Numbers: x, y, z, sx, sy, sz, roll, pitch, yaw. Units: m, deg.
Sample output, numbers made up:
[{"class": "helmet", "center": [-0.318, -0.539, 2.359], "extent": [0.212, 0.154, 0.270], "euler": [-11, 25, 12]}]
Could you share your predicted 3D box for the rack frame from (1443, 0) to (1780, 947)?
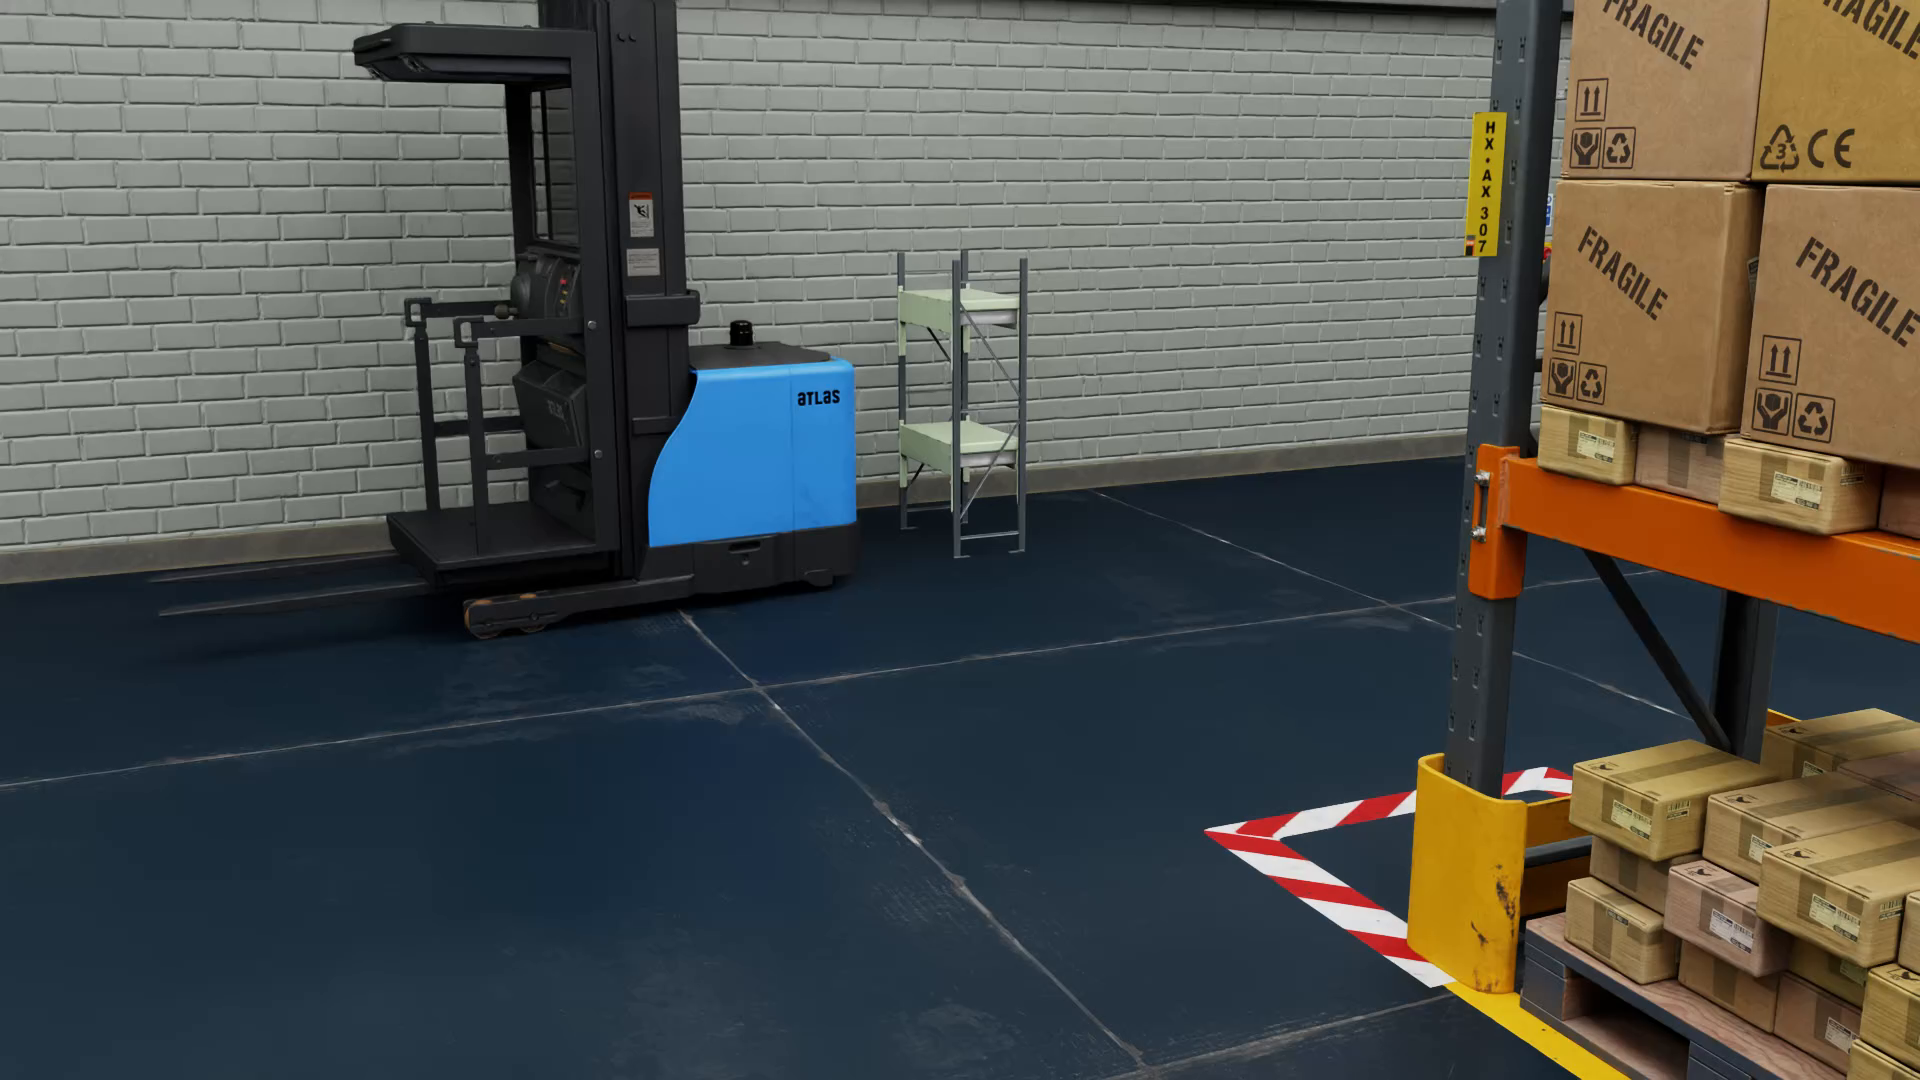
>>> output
[{"class": "rack frame", "center": [1.715, -0.449, 4.157], "extent": [1.000, 3.000, 0.127], "euler": [-6, 14, -23]}]

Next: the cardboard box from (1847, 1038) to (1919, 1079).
[{"class": "cardboard box", "center": [1.920, 1.033, 3.147], "extent": [0.380, 0.149, 0.250], "euler": [-5, 14, -22]}]

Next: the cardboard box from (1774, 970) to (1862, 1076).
[{"class": "cardboard box", "center": [1.918, 0.970, 3.418], "extent": [0.380, 0.149, 0.250], "euler": [-5, 14, -22]}]

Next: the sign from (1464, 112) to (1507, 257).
[{"class": "sign", "center": [1.218, -0.822, 3.848], "extent": [0.100, 0.325, 0.005], "euler": [-6, 14, -23]}]

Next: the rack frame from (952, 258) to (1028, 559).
[{"class": "rack frame", "center": [0.149, -0.654, 8.368], "extent": [0.400, 1.500, 0.023], "euler": [-6, 14, -23]}]

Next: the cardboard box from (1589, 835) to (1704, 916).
[{"class": "cardboard box", "center": [1.690, 0.722, 3.830], "extent": [0.380, 0.149, 0.250], "euler": [-5, 14, -21]}]

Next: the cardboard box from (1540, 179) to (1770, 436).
[{"class": "cardboard box", "center": [1.642, -0.525, 3.604], "extent": [0.500, 0.500, 0.500], "euler": [-5, 14, -20]}]

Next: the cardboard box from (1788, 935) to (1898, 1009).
[{"class": "cardboard box", "center": [1.927, 0.826, 3.380], "extent": [0.380, 0.149, 0.250], "euler": [-5, 14, -22]}]

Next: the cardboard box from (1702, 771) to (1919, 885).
[{"class": "cardboard box", "center": [1.835, 0.631, 3.565], "extent": [0.380, 0.149, 0.250], "euler": [-5, 14, -22]}]

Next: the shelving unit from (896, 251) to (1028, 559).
[{"class": "shelving unit", "center": [0.003, -0.729, 8.695], "extent": [0.431, 1.500, 0.755], "euler": [-6, 14, -23]}]

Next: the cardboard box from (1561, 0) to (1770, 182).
[{"class": "cardboard box", "center": [1.652, -1.013, 3.496], "extent": [0.500, 0.500, 0.500], "euler": [-6, 14, -23]}]

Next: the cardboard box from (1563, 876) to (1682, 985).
[{"class": "cardboard box", "center": [1.632, 0.872, 3.839], "extent": [0.380, 0.149, 0.250], "euler": [-5, 14, -22]}]

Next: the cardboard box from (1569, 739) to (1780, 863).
[{"class": "cardboard box", "center": [1.614, 0.584, 3.764], "extent": [0.380, 0.149, 0.250], "euler": [-6, 14, -26]}]

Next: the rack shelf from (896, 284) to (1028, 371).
[{"class": "rack shelf", "center": [0.003, -1.110, 8.607], "extent": [0.431, 0.370, 0.720], "euler": [-6, 14, -23]}]

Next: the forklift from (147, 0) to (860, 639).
[{"class": "forklift", "center": [-2.015, -1.144, 7.311], "extent": [3.031, 2.935, 1.130], "euler": [-7, 15, -28]}]

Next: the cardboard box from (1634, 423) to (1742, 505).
[{"class": "cardboard box", "center": [1.685, -0.181, 3.558], "extent": [0.380, 0.149, 0.250], "euler": [-5, 14, -21]}]

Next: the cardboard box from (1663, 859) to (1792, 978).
[{"class": "cardboard box", "center": [1.748, 0.784, 3.564], "extent": [0.380, 0.149, 0.250], "euler": [-6, 14, -23]}]

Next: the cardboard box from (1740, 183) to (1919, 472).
[{"class": "cardboard box", "center": [1.880, -0.417, 3.136], "extent": [0.500, 0.500, 0.500], "euler": [-6, 14, -23]}]

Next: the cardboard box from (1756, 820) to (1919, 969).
[{"class": "cardboard box", "center": [1.818, 0.694, 3.290], "extent": [0.380, 0.149, 0.250], "euler": [-6, 14, -23]}]

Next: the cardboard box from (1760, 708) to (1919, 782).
[{"class": "cardboard box", "center": [2.160, 0.532, 3.991], "extent": [0.380, 0.149, 0.250], "euler": [-5, 14, -22]}]

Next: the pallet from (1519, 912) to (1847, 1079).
[{"class": "pallet", "center": [2.039, 1.096, 3.665], "extent": [1.003, 0.211, 1.213], "euler": [-6, 14, -23]}]

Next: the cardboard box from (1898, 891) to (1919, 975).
[{"class": "cardboard box", "center": [1.993, 0.738, 3.101], "extent": [0.380, 0.149, 0.250], "euler": [-6, 14, -26]}]

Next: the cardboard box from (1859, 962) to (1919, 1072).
[{"class": "cardboard box", "center": [1.931, 0.889, 3.108], "extent": [0.380, 0.149, 0.250], "euler": [-5, 14, -21]}]

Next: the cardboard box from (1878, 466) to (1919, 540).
[{"class": "cardboard box", "center": [1.973, -0.080, 3.119], "extent": [0.380, 0.149, 0.250], "euler": [-5, 14, -20]}]

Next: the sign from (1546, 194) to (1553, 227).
[{"class": "sign", "center": [3.862, -2.220, 11.209], "extent": [0.327, 0.218, 0.001], "euler": [-6, 14, -23]}]

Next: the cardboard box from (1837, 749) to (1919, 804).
[{"class": "cardboard box", "center": [2.208, 0.589, 3.744], "extent": [0.380, 0.149, 0.250], "euler": [-5, 14, -22]}]

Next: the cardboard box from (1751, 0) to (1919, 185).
[{"class": "cardboard box", "center": [1.860, -0.909, 3.048], "extent": [0.500, 0.500, 0.500], "euler": [-5, 14, -21]}]

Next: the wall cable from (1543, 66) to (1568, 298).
[{"class": "wall cable", "center": [3.930, -2.590, 11.086], "extent": [0.585, 1.953, 0.123], "euler": [-6, 14, -23]}]

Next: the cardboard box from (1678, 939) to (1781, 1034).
[{"class": "cardboard box", "center": [1.812, 0.919, 3.637], "extent": [0.380, 0.149, 0.250], "euler": [-6, 14, -23]}]

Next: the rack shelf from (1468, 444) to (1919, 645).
[{"class": "rack shelf", "center": [2.517, 0.315, 2.453], "extent": [1.077, 0.370, 4.000], "euler": [-6, 14, -23]}]

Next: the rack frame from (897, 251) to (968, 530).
[{"class": "rack frame", "center": [-0.144, -0.805, 9.022], "extent": [0.400, 1.500, 0.023], "euler": [-6, 14, -23]}]

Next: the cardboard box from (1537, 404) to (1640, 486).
[{"class": "cardboard box", "center": [1.545, -0.230, 3.769], "extent": [0.380, 0.149, 0.250], "euler": [-6, 14, -23]}]

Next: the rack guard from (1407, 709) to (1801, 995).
[{"class": "rack guard", "center": [1.746, 0.785, 4.371], "extent": [1.175, 0.500, 0.348], "euler": [-6, 14, -23]}]

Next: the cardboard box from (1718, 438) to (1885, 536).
[{"class": "cardboard box", "center": [1.744, -0.121, 3.297], "extent": [0.380, 0.149, 0.250], "euler": [-6, 14, -25]}]

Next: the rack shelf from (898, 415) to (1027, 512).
[{"class": "rack shelf", "center": [0.003, -0.412, 8.768], "extent": [0.431, 0.370, 0.720], "euler": [-6, 14, -23]}]
